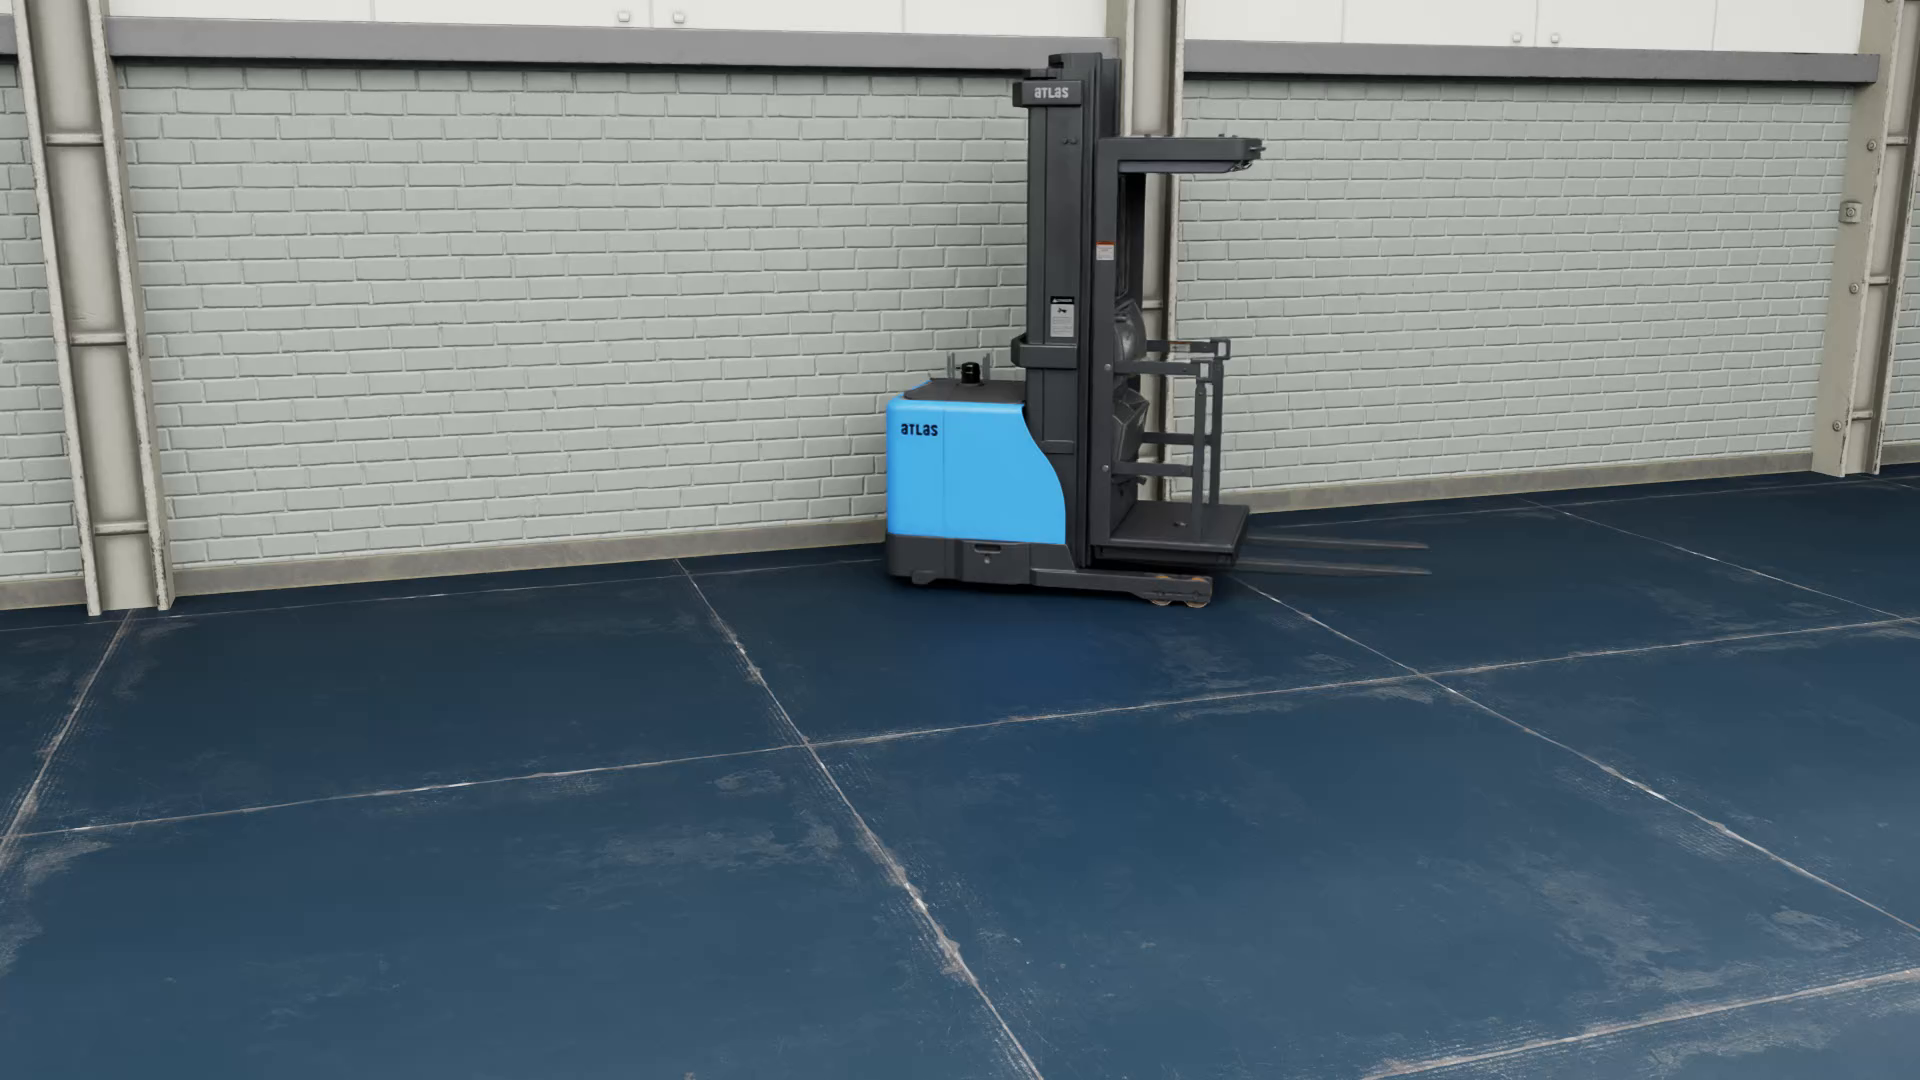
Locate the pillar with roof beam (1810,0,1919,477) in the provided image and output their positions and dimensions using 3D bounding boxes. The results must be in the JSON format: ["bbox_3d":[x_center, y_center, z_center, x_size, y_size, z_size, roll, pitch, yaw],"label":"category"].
[{"bbox_3d":[8.204,-3.960,7.847,0.400,9.000,9.100,-4,14,-18],"label":"pillar with roof beam"}]

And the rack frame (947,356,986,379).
[{"bbox_3d":[0.041,-0.541,10.324,0.240,1.200,0.006,2,14,8],"label":"rack frame"}]

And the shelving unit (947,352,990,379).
[{"bbox_3d":[0.054,-0.562,10.412,0.258,1.200,0.189,2,14,8],"label":"shelving unit"}]

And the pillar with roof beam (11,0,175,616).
[{"bbox_3d":[-3.170,-3.075,4.123,0.400,9.000,9.100,-4,14,-18],"label":"pillar with roof beam"}]

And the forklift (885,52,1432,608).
[{"bbox_3d":[1.145,-1.189,9.308,3.031,2.935,1.130,3,14,14],"label":"forklift"}]

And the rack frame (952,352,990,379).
[{"bbox_3d":[0.066,-0.583,10.500,0.240,1.200,0.006,2,14,8],"label":"rack frame"}]

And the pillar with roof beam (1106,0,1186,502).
[{"bbox_3d":[2.517,-3.518,5.985,0.400,9.000,9.100,-4,14,-18],"label":"pillar with roof beam"}]
